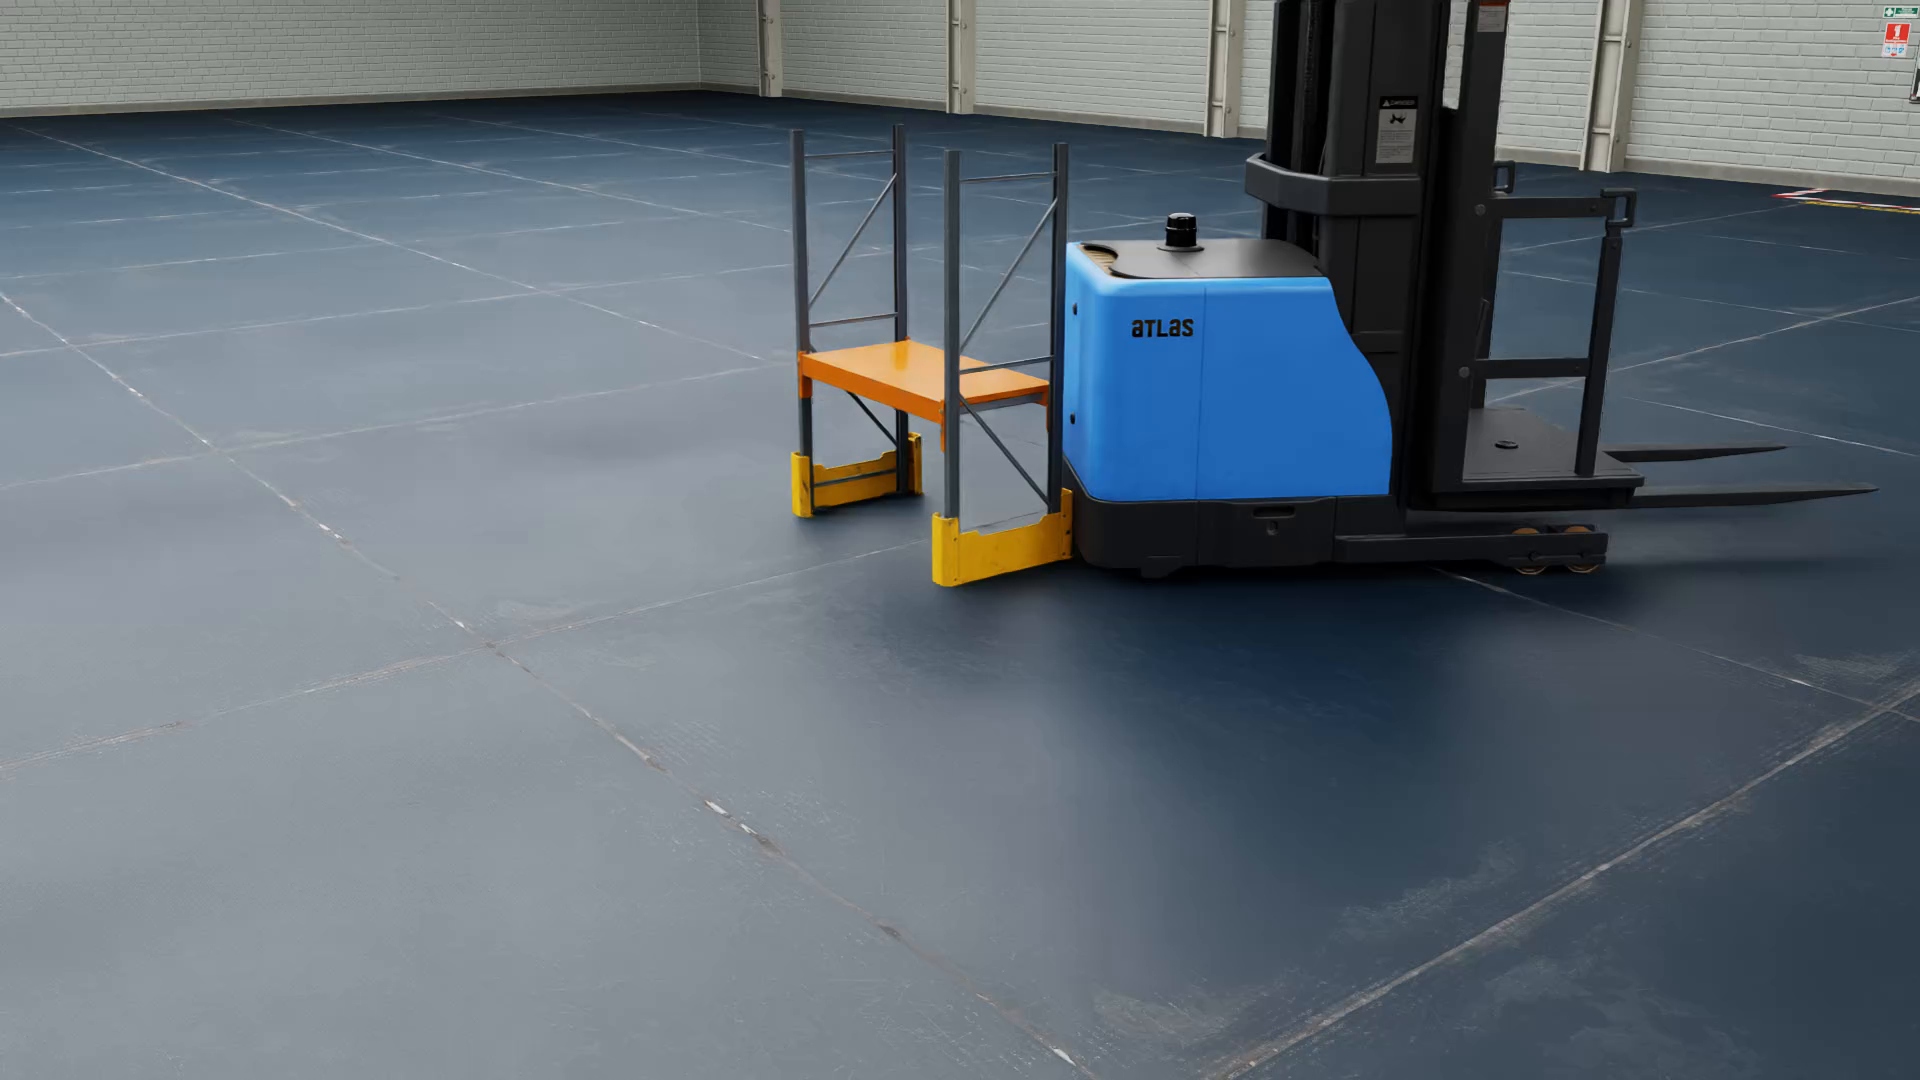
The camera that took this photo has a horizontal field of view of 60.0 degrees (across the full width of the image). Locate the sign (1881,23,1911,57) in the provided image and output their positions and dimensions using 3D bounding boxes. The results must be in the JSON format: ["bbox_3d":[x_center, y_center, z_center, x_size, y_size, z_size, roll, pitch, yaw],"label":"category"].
[{"bbox_3d":[9.418,-5.031,16.729,0.001,0.329,0.234,-14,23,-36],"label":"sign"}]

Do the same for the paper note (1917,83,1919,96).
[{"bbox_3d":[9.625,-4.497,16.573,0.016,0.148,0.142,-14,23,-36],"label":"paper note"}]

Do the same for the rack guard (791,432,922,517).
[{"bbox_3d":[-0.415,-0.270,6.780,0.587,0.250,0.087,-12,22,-33],"label":"rack guard"}]

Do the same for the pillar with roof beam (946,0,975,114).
[{"bbox_3d":[-3.366,-10.685,24.315,9.100,9.000,0.400,-14,23,-36],"label":"pillar with roof beam"}]

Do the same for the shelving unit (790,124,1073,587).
[{"bbox_3d":[-0.129,-0.735,6.197,0.587,1.500,1.083,-12,22,-33],"label":"shelving unit"}]

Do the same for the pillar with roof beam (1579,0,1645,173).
[{"bbox_3d":[4.085,-7.728,15.385,9.100,9.000,0.400,-14,23,-36],"label":"pillar with roof beam"}]

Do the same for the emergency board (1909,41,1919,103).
[{"bbox_3d":[9.690,-4.864,16.279,0.157,1.169,0.626,-14,23,-36],"label":"emergency board"}]

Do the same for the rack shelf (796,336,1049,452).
[{"bbox_3d":[-0.134,-0.567,6.261,0.538,0.185,1.000,-12,22,-33],"label":"rack shelf"}]

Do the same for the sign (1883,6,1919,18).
[{"bbox_3d":[9.414,-5.280,16.637,0.001,0.109,0.331,-14,23,-36],"label":"sign"}]

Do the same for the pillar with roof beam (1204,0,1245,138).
[{"bbox_3d":[0.360,-9.206,19.850,9.100,9.000,0.400,-14,23,-36],"label":"pillar with roof beam"}]

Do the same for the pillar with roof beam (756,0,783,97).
[{"bbox_3d":[-7.091,-12.163,28.780,9.100,9.000,0.400,-14,23,-36],"label":"pillar with roof beam"}]

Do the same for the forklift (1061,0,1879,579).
[{"bbox_3d":[1.910,-1.430,6.018,3.031,2.935,1.130,-2,18,-5],"label":"forklift"}]

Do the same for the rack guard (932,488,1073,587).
[{"bbox_3d":[0.158,-0.014,6.007,0.587,0.250,0.087,-12,22,-33],"label":"rack guard"}]

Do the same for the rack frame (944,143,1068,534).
[{"bbox_3d":[0.159,-0.607,5.810,0.500,1.500,0.032,-12,22,-33],"label":"rack frame"}]

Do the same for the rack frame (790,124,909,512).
[{"bbox_3d":[-0.427,-0.868,6.598,0.500,1.500,0.032,-12,22,-33],"label":"rack frame"}]
